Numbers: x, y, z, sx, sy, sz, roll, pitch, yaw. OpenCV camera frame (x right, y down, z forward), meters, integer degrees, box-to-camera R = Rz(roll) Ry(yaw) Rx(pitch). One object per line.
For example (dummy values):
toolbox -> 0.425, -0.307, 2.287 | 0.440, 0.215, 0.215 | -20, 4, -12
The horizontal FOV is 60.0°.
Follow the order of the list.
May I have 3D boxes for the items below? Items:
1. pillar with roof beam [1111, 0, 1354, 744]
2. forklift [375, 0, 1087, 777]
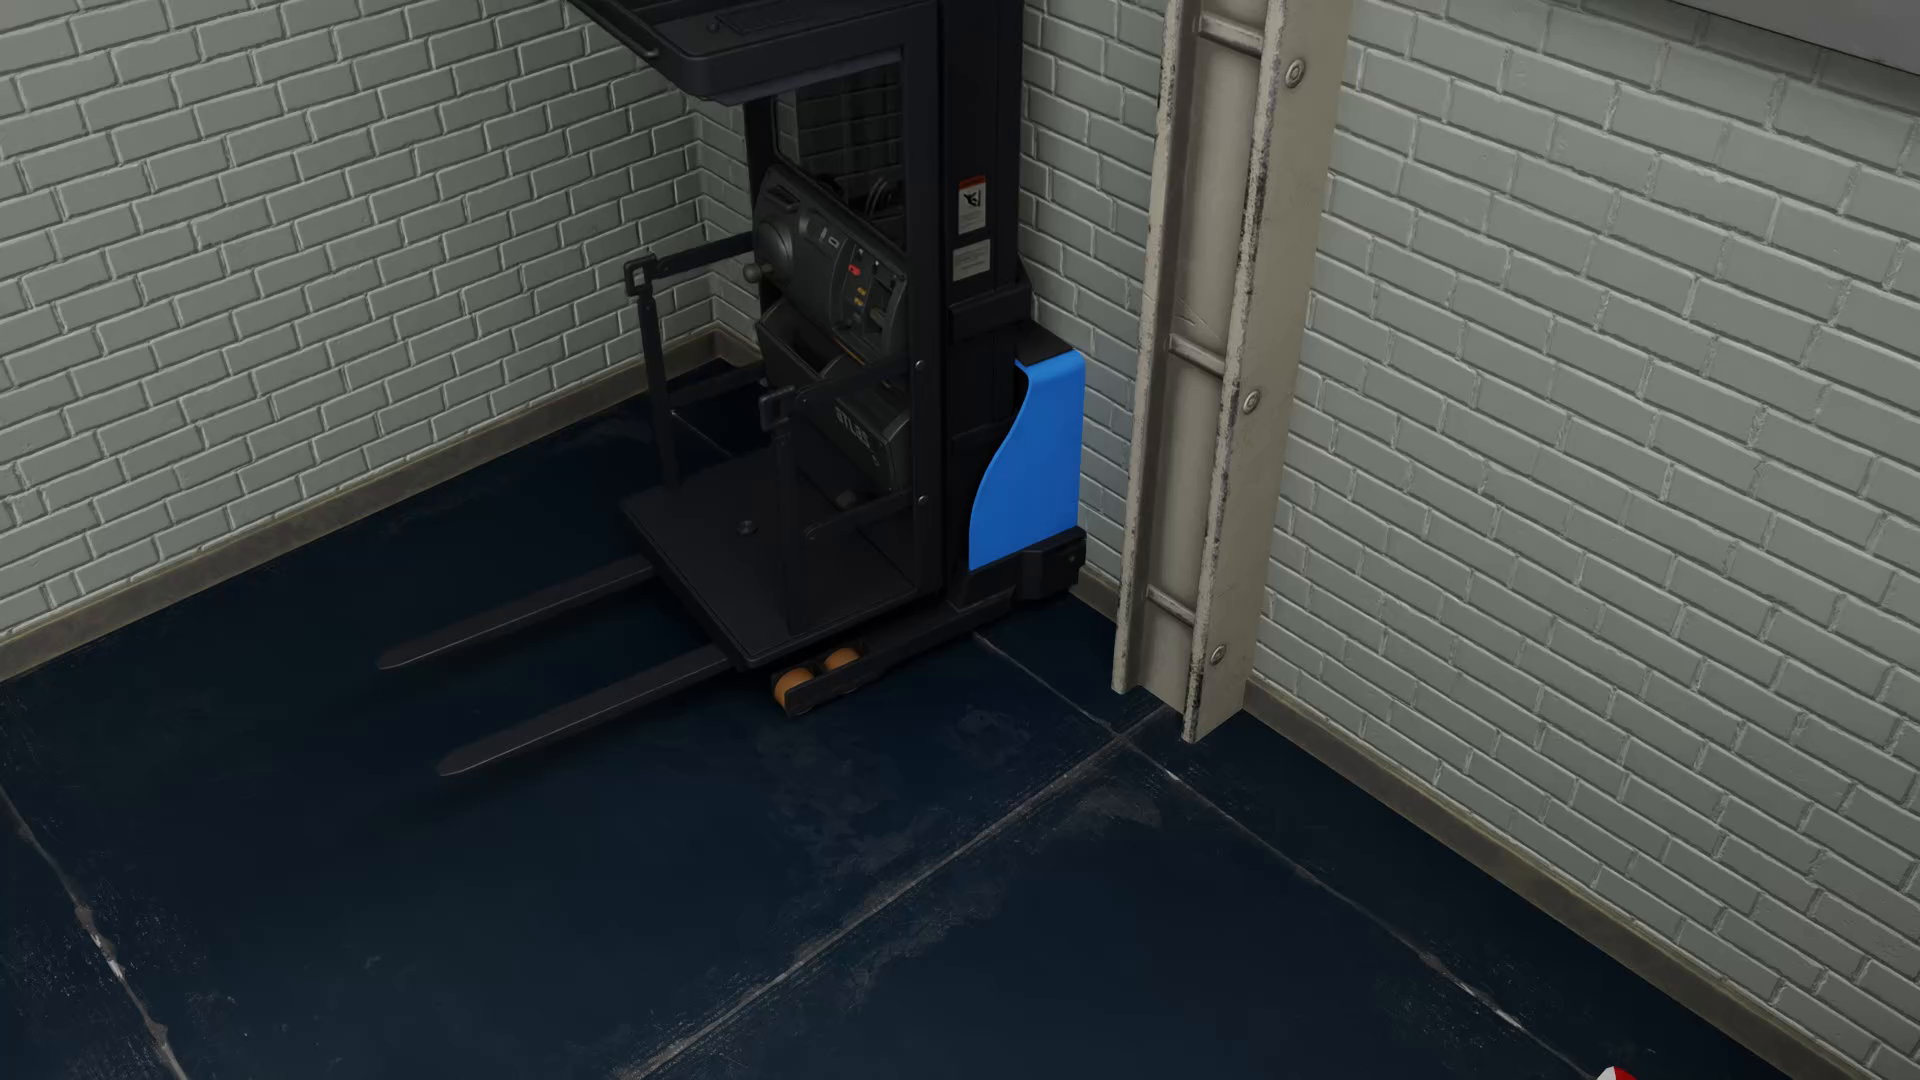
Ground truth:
pillar with roof beam -> -2.375, -1.107, 0.959 | 9.100, 9.000, 0.400 | -30, 48, -32
forklift -> -0.621, -0.893, 5.524 | 3.031, 2.935, 1.130 | -23, 44, -25
